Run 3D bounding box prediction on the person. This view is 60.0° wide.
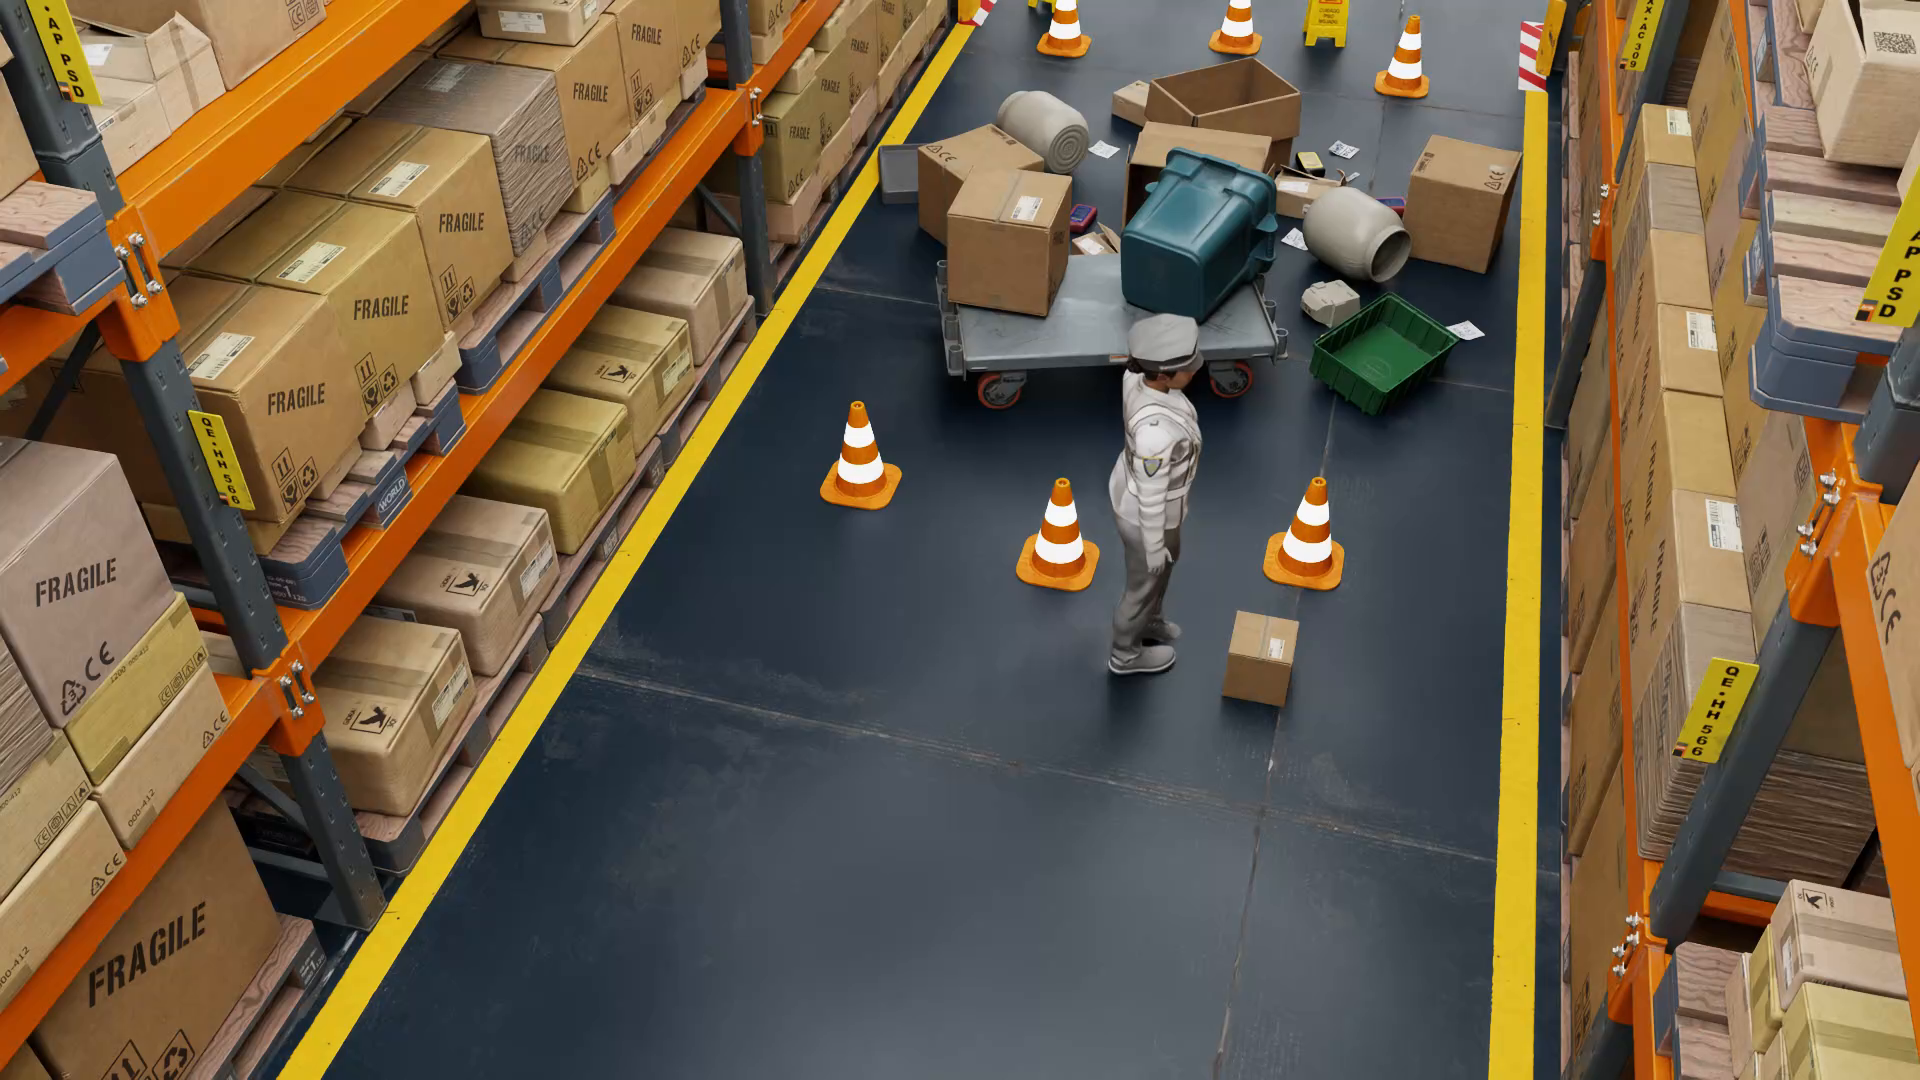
[{"bbox_3d":[0.762,-0.097,6.297,0.402,1.739,0.509,-1,41,-1],"label":"person"}]
